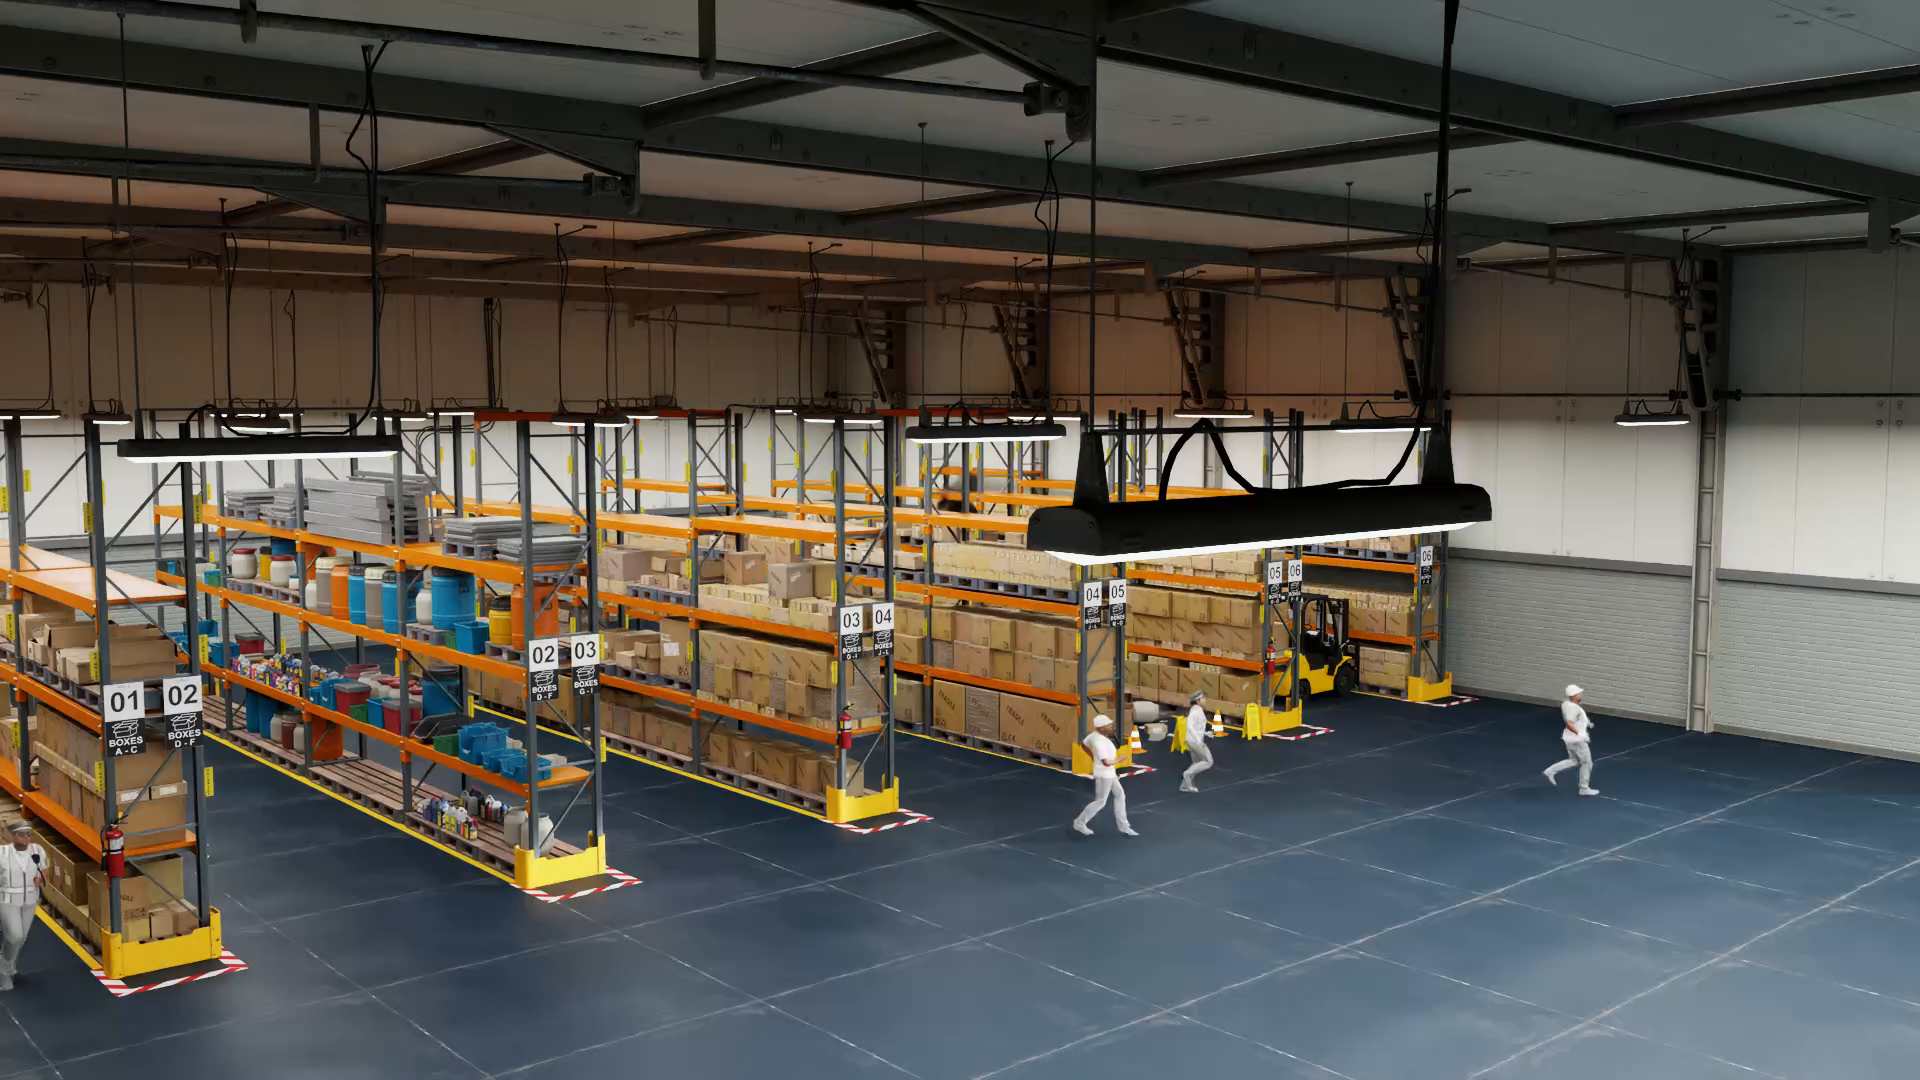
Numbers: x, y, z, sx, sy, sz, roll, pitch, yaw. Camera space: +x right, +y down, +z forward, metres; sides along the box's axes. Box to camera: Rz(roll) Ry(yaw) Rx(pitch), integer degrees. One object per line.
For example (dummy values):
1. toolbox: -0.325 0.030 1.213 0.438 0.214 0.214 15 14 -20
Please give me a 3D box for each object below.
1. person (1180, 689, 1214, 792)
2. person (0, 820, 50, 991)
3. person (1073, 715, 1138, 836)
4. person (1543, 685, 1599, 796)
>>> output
1. person: 3.779 3.191 26.495 0.549 1.635 0.573 0 5 2
2. person: -10.141 3.911 17.915 0.737 1.820 0.640 4 6 37
3. person: 2.085 3.371 23.732 0.944 1.779 0.706 0 5 3
4. person: 9.675 3.155 26.250 0.839 1.753 0.697 1 5 7
